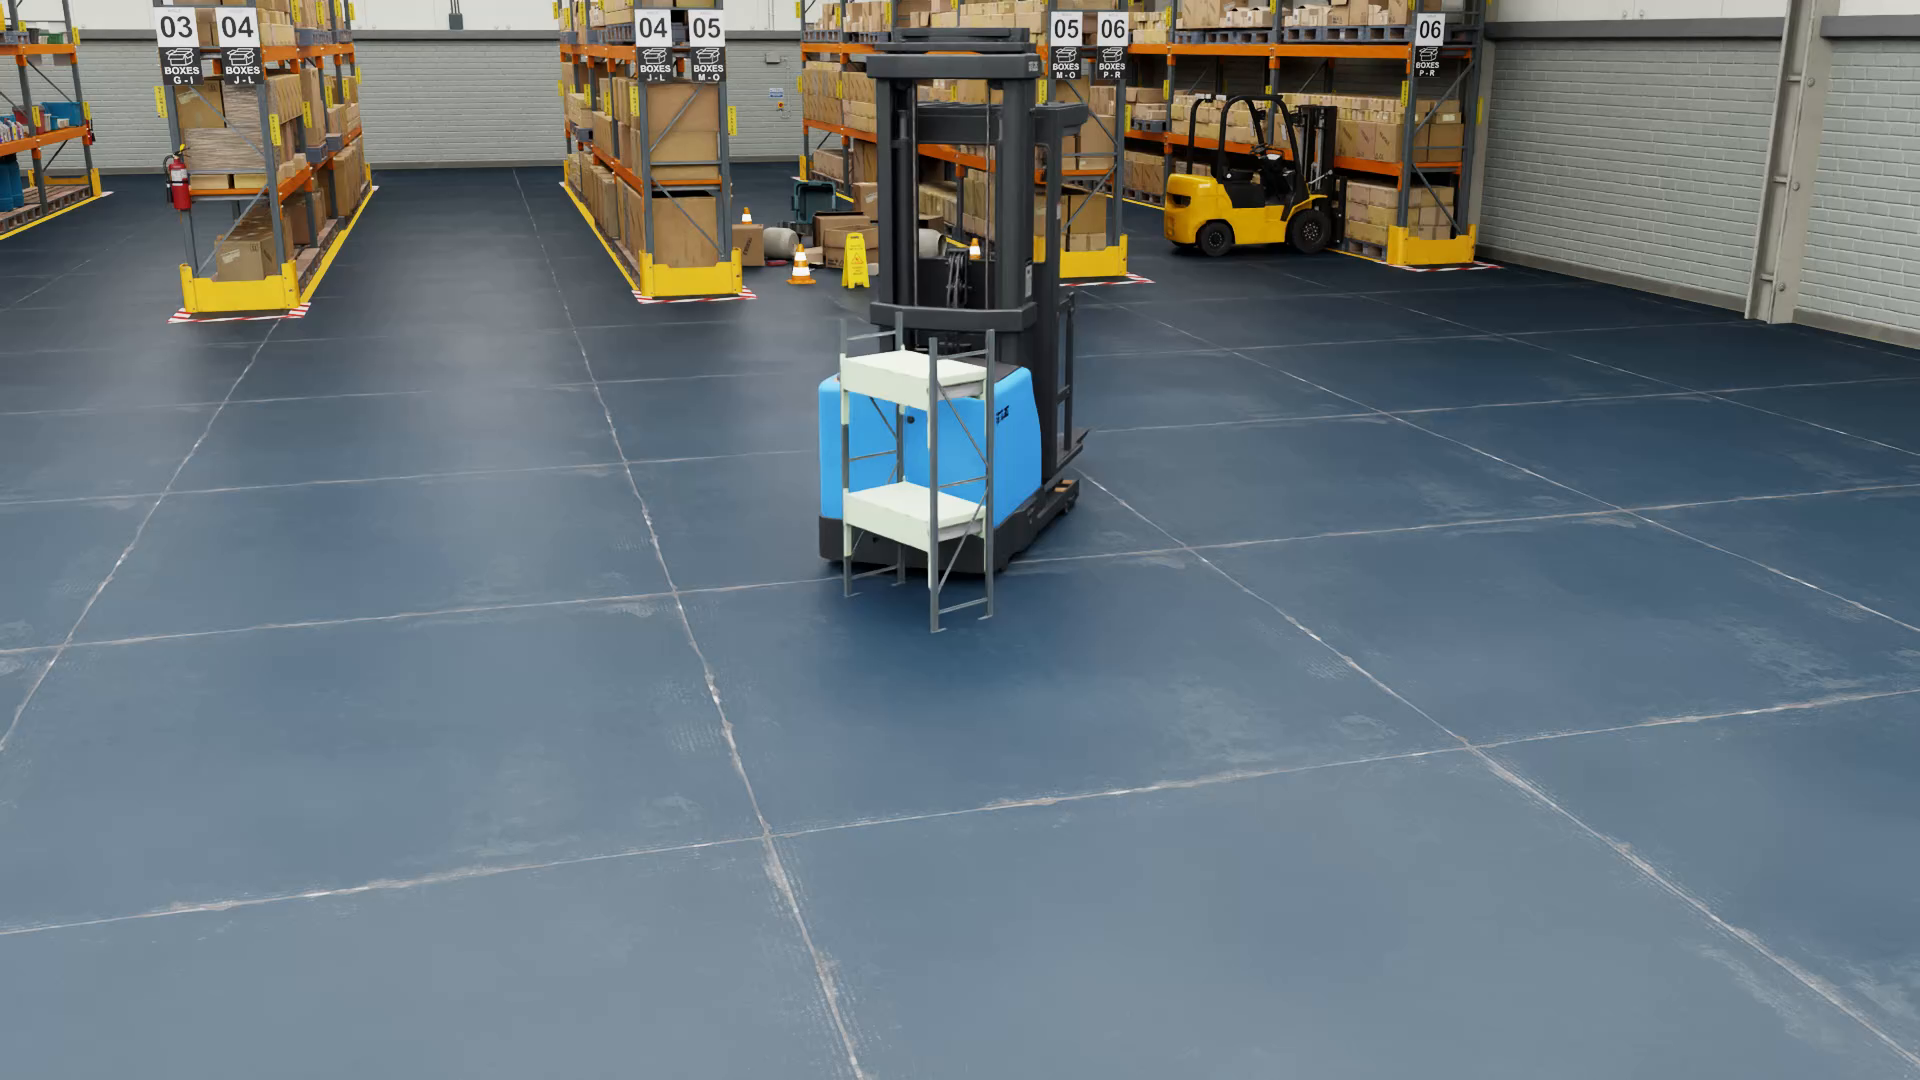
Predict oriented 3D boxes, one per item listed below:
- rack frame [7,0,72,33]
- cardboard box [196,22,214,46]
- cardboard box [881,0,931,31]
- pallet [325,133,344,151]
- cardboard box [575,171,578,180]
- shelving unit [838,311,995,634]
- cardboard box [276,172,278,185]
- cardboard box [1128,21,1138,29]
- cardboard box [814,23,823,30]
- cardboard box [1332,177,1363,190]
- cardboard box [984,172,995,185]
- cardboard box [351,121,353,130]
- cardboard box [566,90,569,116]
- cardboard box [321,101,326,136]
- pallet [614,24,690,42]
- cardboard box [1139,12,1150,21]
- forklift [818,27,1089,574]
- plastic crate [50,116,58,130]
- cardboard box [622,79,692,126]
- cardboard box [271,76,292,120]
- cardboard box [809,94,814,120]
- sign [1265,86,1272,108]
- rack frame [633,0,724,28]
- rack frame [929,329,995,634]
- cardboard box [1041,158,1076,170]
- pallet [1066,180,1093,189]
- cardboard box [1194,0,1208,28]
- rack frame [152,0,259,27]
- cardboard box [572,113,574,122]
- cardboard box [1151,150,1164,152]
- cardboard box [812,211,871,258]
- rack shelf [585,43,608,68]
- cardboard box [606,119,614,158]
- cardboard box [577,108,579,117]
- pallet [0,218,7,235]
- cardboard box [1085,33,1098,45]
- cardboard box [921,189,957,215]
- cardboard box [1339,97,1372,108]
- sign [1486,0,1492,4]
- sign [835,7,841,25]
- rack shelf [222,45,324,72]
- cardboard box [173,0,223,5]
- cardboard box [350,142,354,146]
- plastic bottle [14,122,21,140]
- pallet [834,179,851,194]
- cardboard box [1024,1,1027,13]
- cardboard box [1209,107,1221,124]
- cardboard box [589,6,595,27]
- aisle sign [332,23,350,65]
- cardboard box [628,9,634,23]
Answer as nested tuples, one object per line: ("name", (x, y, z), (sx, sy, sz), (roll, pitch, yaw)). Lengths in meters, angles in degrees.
("rack frame", (-17.137, -10.912, 30.638), (1.000, 3.000, 0.127), (-5, 17, -15))
("cardboard box", (-8.354, -5.483, 18.038), (0.500, 0.250, 0.500), (-4, 17, -14))
("cardboard box", (-0.896, -8.781, 27.846), (0.797, 0.503, 0.637), (-6, 18, -19))
("pallet", (-9.878, -5.937, 24.837), (1.213, 0.211, 1.003), (-5, 17, -15))
("cardboard box", (-7.048, -6.875, 31.335), (0.380, 0.149, 0.250), (-5, 18, -17))
("shelving unit", (-0.225, -0.363, 8.553), (0.431, 1.500, 0.755), (-14, 21, -38))
("cardboard box", (-7.877, -4.053, 18.667), (0.380, 0.149, 0.250), (-5, 17, -15))
("cardboard box", (3.171, -9.529, 30.780), (0.380, 0.149, 0.250), (-4, 17, -14))
("cardboard box", (-2.768, -10.460, 33.880), (0.380, 0.149, 0.250), (-4, 17, -13))
("cardboard box", (5.470, -5.068, 23.921), (0.500, 0.250, 0.500), (-5, 17, -16))
("cardboard box", (0.551, -5.009, 23.031), (0.380, 0.149, 0.250), (-4, 17, -12))
("cardboard box", (-11.256, -7.530, 30.243), (0.380, 0.149, 0.250), (-5, 17, -17))
("cardboard box", (-7.426, -8.557, 32.533), (0.500, 0.500, 0.500), (-4, 17, -15))
("cardboard box", (-9.740, -6.174, 24.388), (0.700, 0.500, 0.500), (-2, 17, -7))
("pallet", (-3.733, -6.306, 20.670), (1.003, 0.211, 1.213), (-5, 17, -15))
("cardboard box", (3.460, -9.454, 30.047), (0.380, 0.149, 0.250), (-5, 17, -16))
("forklift", (0.136, -1.603, 10.195), (1.130, 2.935, 3.031), (5, 17, 17))
("plastic crate", (-16.326, -7.440, 29.692), (0.416, 0.233, 0.300), (-5, 17, -15))
("cardboard box", (-3.779, -5.511, 20.945), (0.875, 0.550, 0.500), (-5, 17, -15))
("cardboard box", (-8.279, -5.263, 19.829), (0.500, 0.500, 0.500), (-5, 17, -15))
("cardboard box", (-2.824, -8.969, 34.422), (0.500, 0.500, 0.500), (-5, 17, -16))
("sign", (4.704, -6.759, 25.365), (0.100, 0.325, 0.005), (-5, 17, -15))
("rack frame", (-3.181, -7.242, 18.420), (1.000, 3.000, 0.127), (-5, 17, -15))
("rack frame", (0.011, -0.283, 8.286), (0.400, 1.500, 0.023), (-14, 21, -38))
("cardboard box", (1.243, -4.755, 21.003), (0.380, 0.149, 0.250), (-4, 17, -13))
("pallet", (2.837, -7.356, 34.073), (1.003, 0.211, 1.213), (-5, 17, -15))
("cardboard box", (4.324, -8.777, 27.665), (0.700, 0.500, 0.500), (-5, 17, -16))
("rack frame", (-7.977, -6.878, 17.208), (1.000, 3.000, 0.127), (-5, 17, -15))
("cardboard box", (-6.527, -7.338, 28.874), (0.380, 0.149, 0.250), (-5, 18, -18))
("cardboard box", (3.840, -7.310, 31.560), (0.380, 0.149, 0.250), (-5, 18, -17))
("cardboard box", (-1.631, -4.202, 22.829), (0.797, 0.637, 0.503), (-5, 17, -15))
("rack shelf", (-4.830, -7.121, 24.480), (1.077, 0.370, 4.000), (-5, 17, -15))
("cardboard box", (-4.680, -5.647, 23.362), (0.500, 0.500, 0.500), (-5, 17, -16))
("cardboard box", (-6.103, -7.052, 27.405), (0.380, 0.149, 0.250), (-4, 17, -14))
("pallet", (-15.195, -4.705, 25.250), (1.003, 0.211, 1.213), (-5, 17, -15))
("cardboard box", (1.772, -6.222, 20.674), (0.380, 0.149, 0.250), (-5, 17, -15))
("cardboard box", (-0.088, -5.373, 26.463), (0.950, 0.372, 0.625), (-4, 17, -13))
("cardboard box", (5.594, -6.189, 23.524), (0.380, 0.149, 0.250), (-4, 17, -14))
("sign", (6.858, -7.117, 21.561), (0.100, 0.325, 0.005), (-5, 17, -15))
("sign", (-2.280, -9.785, 31.064), (0.100, 0.325, 0.005), (-5, 17, -15))
("rack shelf", (-9.626, -6.757, 23.268), (1.077, 0.370, 4.000), (-5, 17, -15))
("cardboard box", (-8.647, -6.280, 18.871), (0.500, 0.500, 0.500), (-5, 17, -15))
("cardboard box", (-11.380, -6.697, 29.995), (0.875, 0.875, 0.875), (-5, 17, -15))
("plastic bottle", (-15.511, -6.733, 27.355), (0.061, 0.283, 0.133), (-5, 17, -15))
("pallet", (-1.881, -6.989, 32.851), (1.003, 0.211, 1.213), (-5, 17, -15))
("cardboard box", (1.032, -6.775, 21.127), (0.380, 0.149, 0.250), (-5, 17, -15))
("cardboard box", (4.439, -6.996, 27.420), (0.500, 0.250, 0.500), (-4, 17, -14))
("cardboard box", (-5.392, -8.007, 25.432), (0.500, 0.311, 0.500), (-5, 17, -15))
("aisle sign", (-12.106, -9.719, 32.575), (0.394, 0.787, 0.004), (-5, 17, -15))
("cardboard box", (-3.598, -6.000, 19.030), (0.380, 0.149, 0.250), (-5, 17, -15))
